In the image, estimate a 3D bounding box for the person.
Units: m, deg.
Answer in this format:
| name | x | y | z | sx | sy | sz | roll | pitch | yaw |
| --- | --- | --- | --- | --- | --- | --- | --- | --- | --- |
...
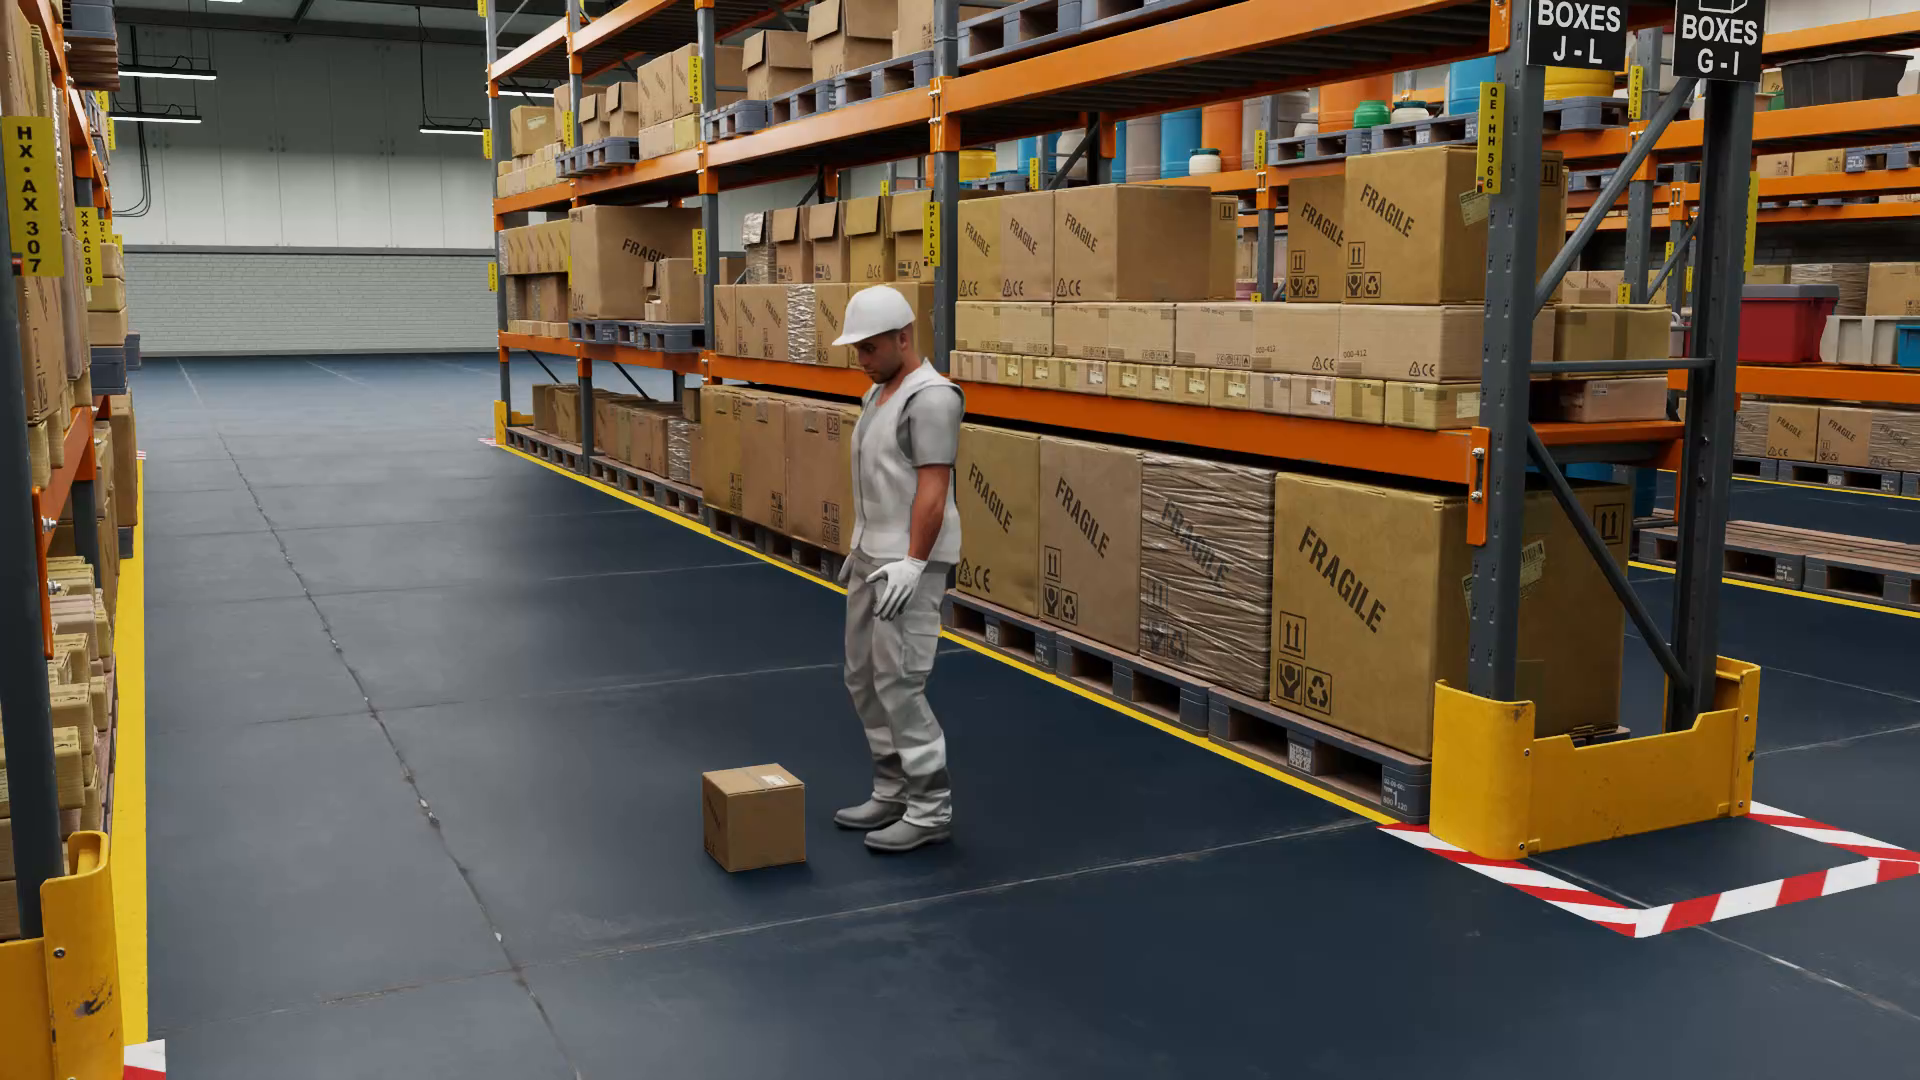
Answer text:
| name | x | y | z | sx | sy | sz | roll | pitch | yaw |
| --- | --- | --- | --- | --- | --- | --- | --- | --- | --- |
| person | -0.207 | 0.088 | 5.250 | 0.400 | 1.762 | 0.535 | -4 | 9 | -25 |
